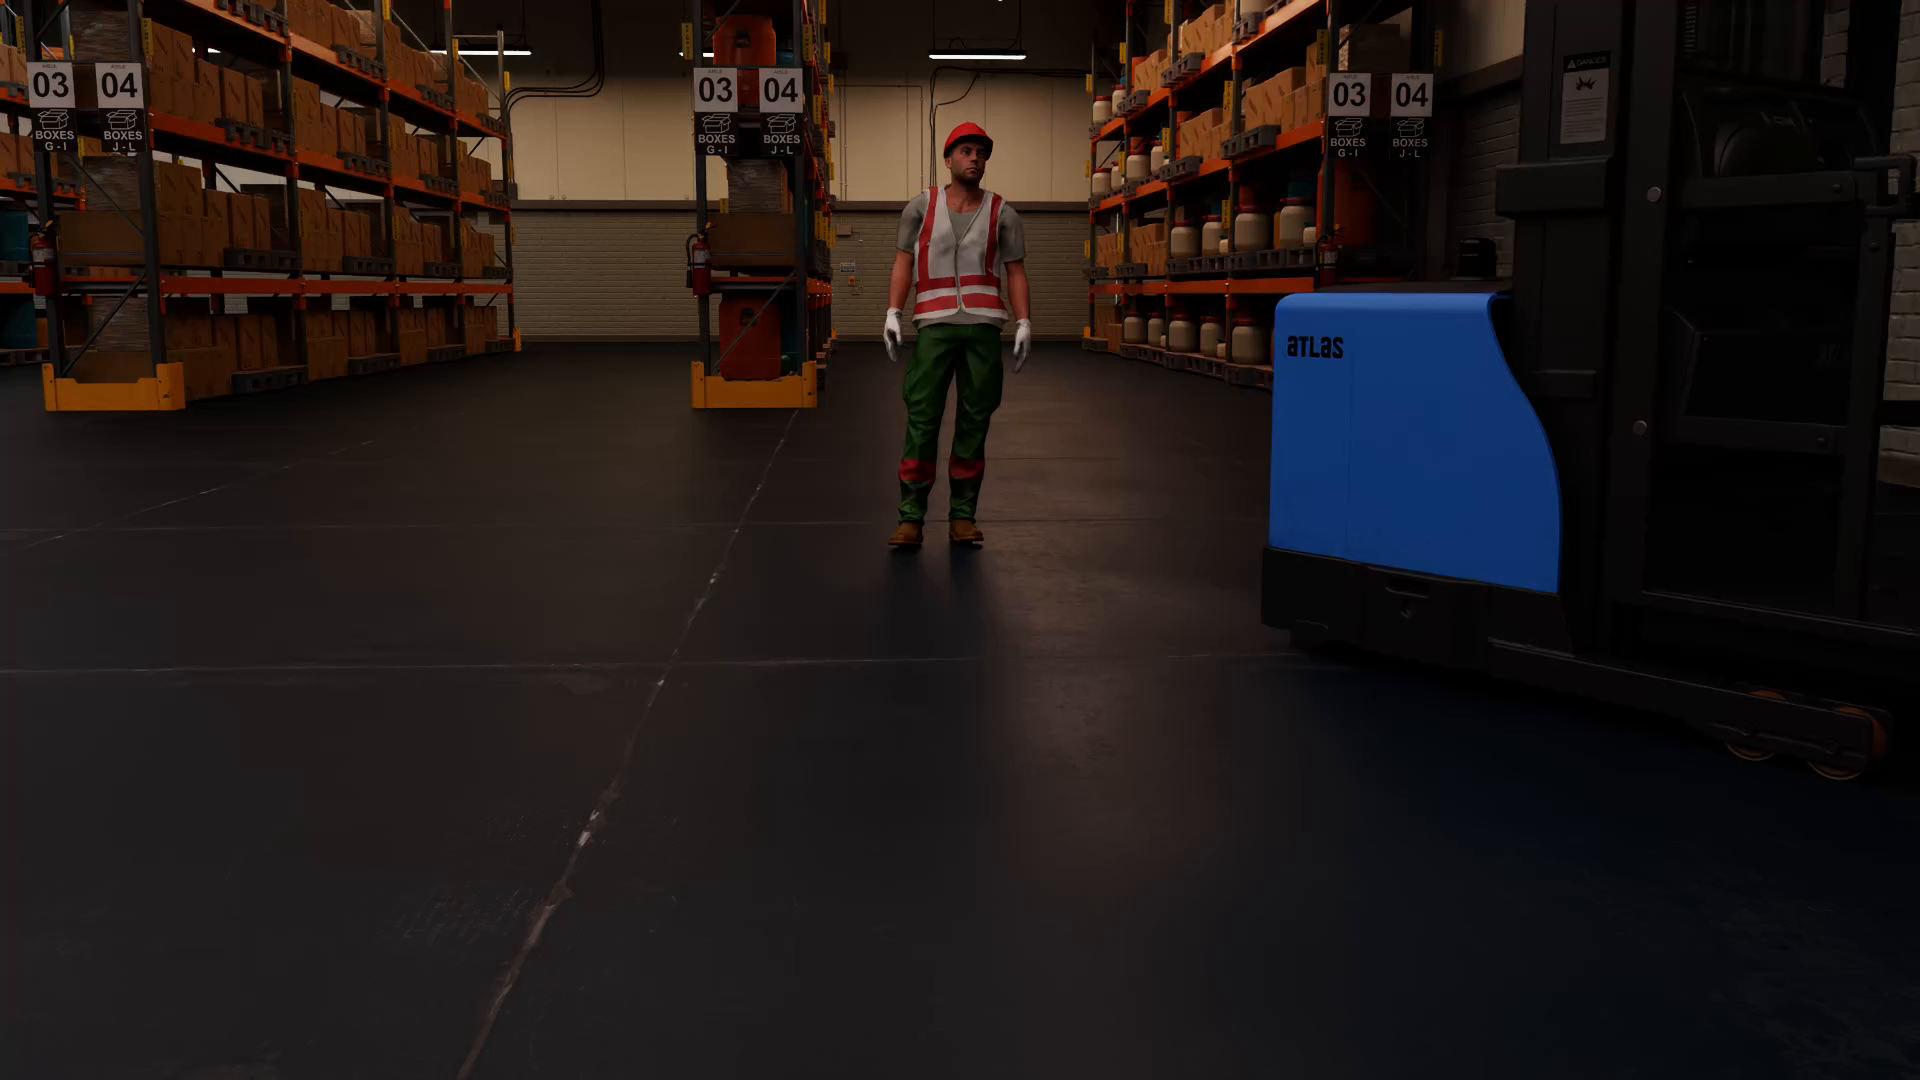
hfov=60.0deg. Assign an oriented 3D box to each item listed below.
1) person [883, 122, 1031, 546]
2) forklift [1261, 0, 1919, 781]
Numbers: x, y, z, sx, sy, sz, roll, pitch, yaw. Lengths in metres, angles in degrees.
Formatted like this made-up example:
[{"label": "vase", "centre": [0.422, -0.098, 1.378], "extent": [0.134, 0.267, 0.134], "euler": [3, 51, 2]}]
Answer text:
[{"label": "person", "centre": [-0.007, -0.881, 7.097], "extent": [0.637, 1.790, 0.562], "euler": [-1, 8, -4]}, {"label": "forklift", "centre": [2.207, -0.994, 4.027], "extent": [1.130, 2.935, 3.031], "euler": [-6, 10, -36]}]
